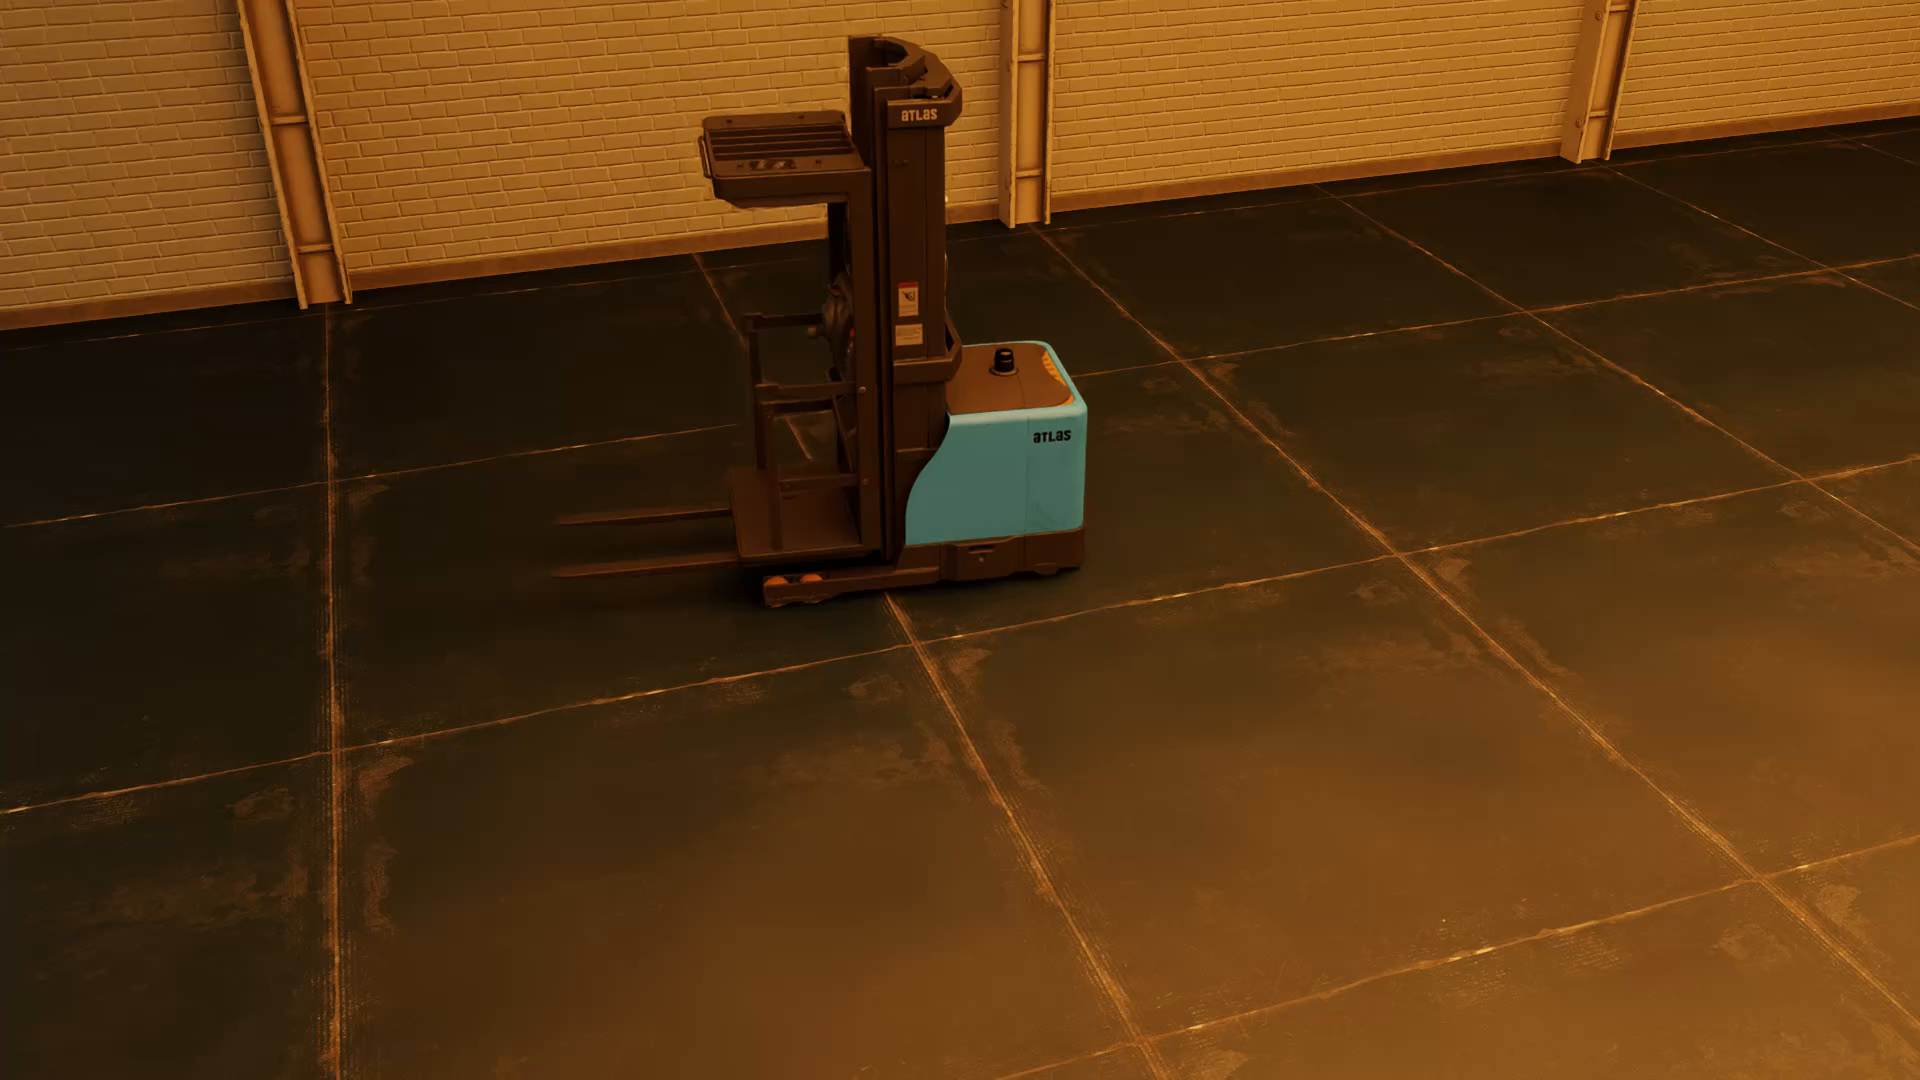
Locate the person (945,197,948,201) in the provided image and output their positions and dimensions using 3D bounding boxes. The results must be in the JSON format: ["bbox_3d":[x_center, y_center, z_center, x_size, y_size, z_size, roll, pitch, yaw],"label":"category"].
[{"bbox_3d":[-0.299,-1.411,10.709,0.469,1.745,0.866,-2,30,-3],"label":"person"}]

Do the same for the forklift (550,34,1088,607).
[{"bbox_3d":[-0.846,-1.177,9.133,3.031,2.935,1.130,-5,30,-9],"label":"forklift"}]
